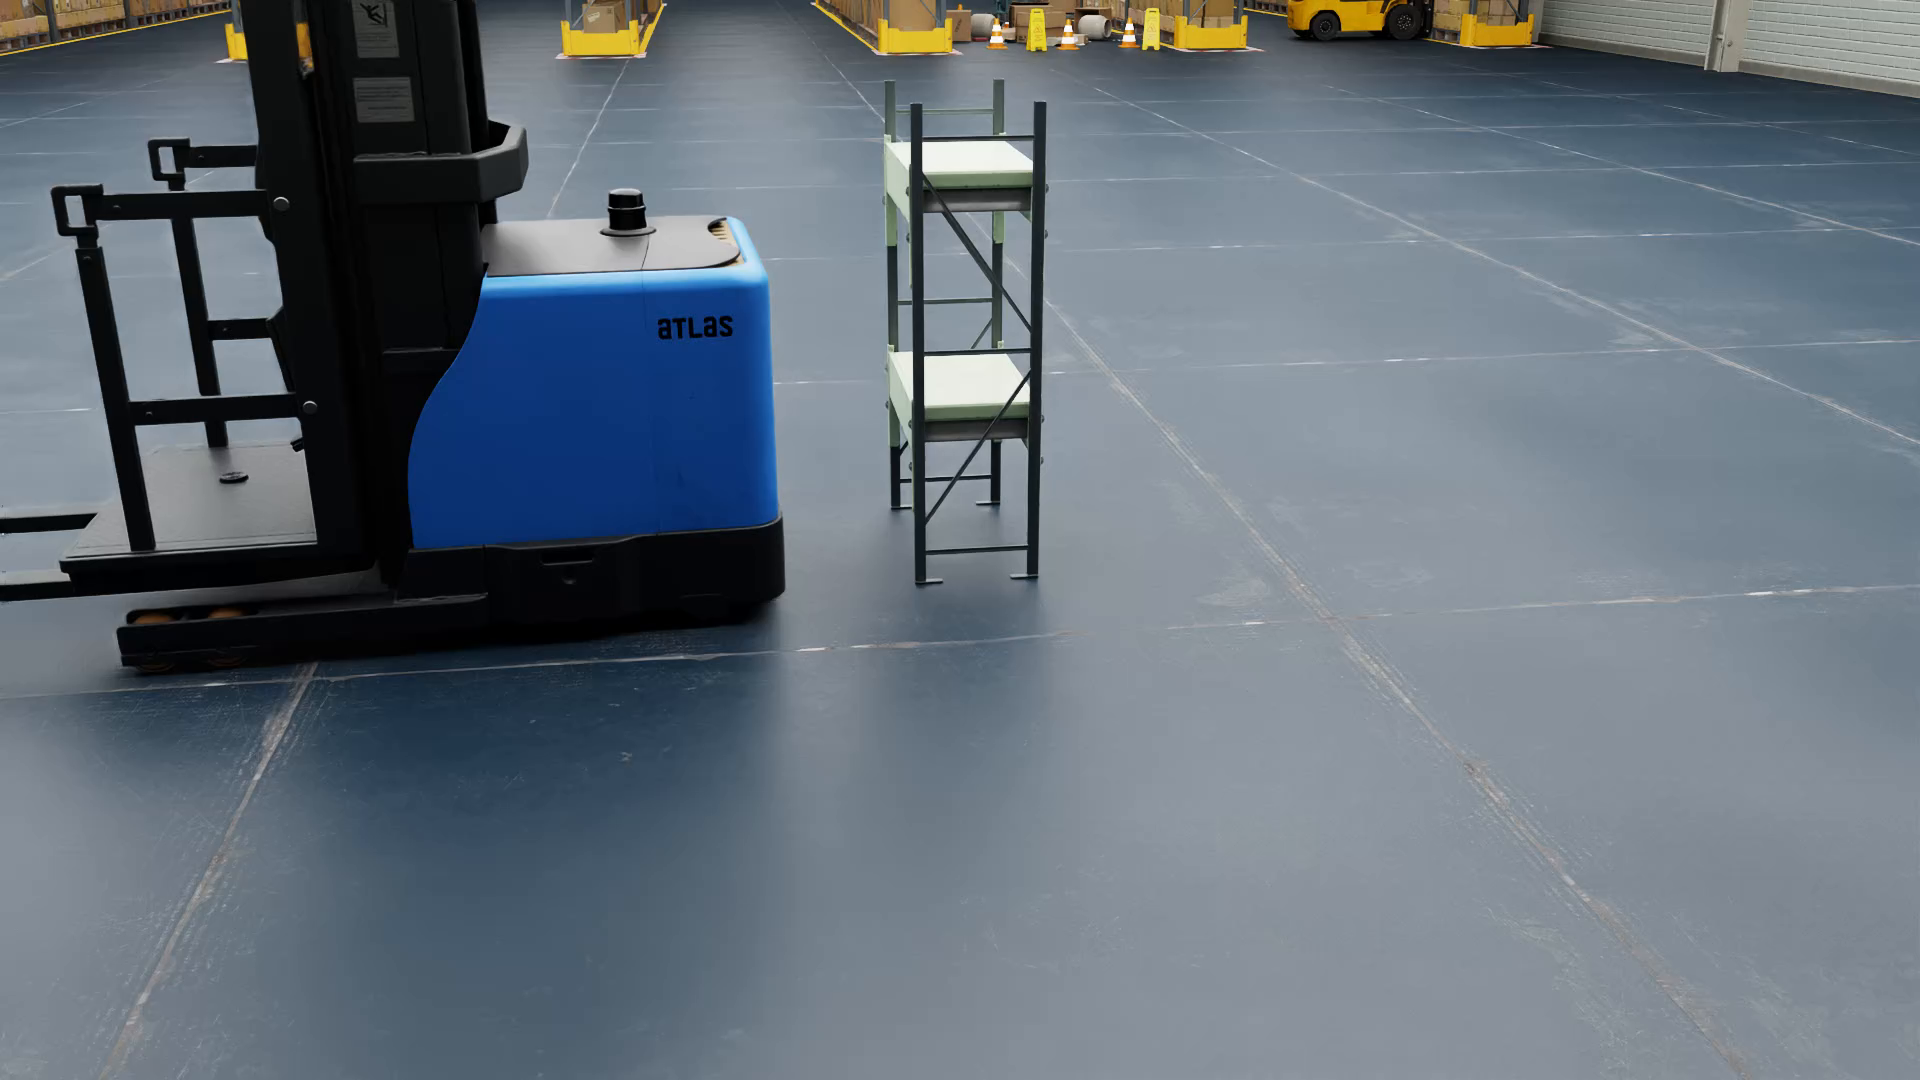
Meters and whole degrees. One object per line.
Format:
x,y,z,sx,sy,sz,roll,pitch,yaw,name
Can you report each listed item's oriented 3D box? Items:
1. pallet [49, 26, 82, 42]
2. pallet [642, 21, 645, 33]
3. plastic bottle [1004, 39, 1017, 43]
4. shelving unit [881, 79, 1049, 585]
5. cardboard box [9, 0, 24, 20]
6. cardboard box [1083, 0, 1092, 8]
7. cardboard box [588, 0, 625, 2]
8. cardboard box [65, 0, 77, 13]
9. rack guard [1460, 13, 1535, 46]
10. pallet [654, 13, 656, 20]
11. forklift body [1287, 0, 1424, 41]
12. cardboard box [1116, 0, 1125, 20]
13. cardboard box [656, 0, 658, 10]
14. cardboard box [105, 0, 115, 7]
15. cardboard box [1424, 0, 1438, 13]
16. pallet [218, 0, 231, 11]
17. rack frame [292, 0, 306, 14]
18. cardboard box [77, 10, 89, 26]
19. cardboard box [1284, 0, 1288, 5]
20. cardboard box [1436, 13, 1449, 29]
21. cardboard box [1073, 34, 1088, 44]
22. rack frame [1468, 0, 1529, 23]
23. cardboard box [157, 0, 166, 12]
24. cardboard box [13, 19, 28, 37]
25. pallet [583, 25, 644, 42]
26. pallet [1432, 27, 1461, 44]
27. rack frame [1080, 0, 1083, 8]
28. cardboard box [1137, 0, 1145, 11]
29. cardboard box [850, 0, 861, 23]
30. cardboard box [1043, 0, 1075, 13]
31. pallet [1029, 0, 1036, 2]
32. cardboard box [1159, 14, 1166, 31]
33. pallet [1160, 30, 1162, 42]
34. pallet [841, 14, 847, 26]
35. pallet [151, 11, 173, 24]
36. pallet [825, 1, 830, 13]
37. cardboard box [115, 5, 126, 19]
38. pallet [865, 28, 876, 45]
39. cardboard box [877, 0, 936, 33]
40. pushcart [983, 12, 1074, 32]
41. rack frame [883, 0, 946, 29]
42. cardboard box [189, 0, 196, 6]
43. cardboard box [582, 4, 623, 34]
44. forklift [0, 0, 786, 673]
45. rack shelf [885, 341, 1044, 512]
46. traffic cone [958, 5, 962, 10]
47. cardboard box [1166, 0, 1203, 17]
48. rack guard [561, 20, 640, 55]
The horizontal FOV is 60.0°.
-16.169,-8.892,29.222,1.003,0.211,1.213,-3,21,-8,pallet
-6.335,-9.407,30.600,1.003,0.211,1.213,-3,21,-8,pallet
0.856,-8.626,28.725,0.133,0.061,0.283,-11,23,-26,plastic bottle
0.001,-0.700,5.448,0.431,1.500,0.755,-3,21,-8,shelving unit
-15.605,-8.709,27.004,0.500,0.500,0.500,-3,21,-8,cardboard box
3.080,-11.098,34.298,0.950,0.372,0.625,-4,21,-11,cardboard box
-6.113,-9.131,28.848,0.500,0.500,0.500,4,21,9,cardboard box
-15.904,-9.446,29.247,0.500,0.311,0.500,-3,21,-8,cardboard box
9.077,-8.631,28.110,1.175,0.500,0.348,-3,21,-8,rack guard
-7.009,-11.220,35.456,1.003,0.211,1.213,-3,21,-8,pallet
6.995,-9.977,29.355,2.313,2.155,1.214,-3,21,-8,forklift body
3.507,-10.091,31.601,0.950,0.372,0.625,-3,21,-7,cardboard box
-6.997,-11.579,34.867,1.225,0.875,0.875,-3,21,-8,cardboard box
-16.200,-10.153,31.141,0.500,0.311,0.500,-3,21,-9,cardboard box
8.537,-9.457,29.366,0.500,0.250,0.500,-3,21,-9,cardboard box
-17.627,-12.491,38.859,1.003,0.211,1.213,-3,21,-8,pallet
-11.122,-10.194,28.722,1.000,3.000,0.127,-3,21,-8,rack frame
-15.987,-9.362,29.825,0.500,0.250,0.500,-4,21,-9,cardboard box
7.507,-12.096,36.788,0.500,0.500,0.500,-2,21,-5,cardboard box
8.631,-9.038,28.957,0.500,0.250,0.500,-3,21,-8,cardboard box
1.974,-8.575,28.461,0.380,0.149,0.250,8,22,20,cardboard box
9.073,-9.810,27.695,1.000,3.000,0.127,-3,21,-8,rack frame
-16.613,-11.073,34.019,0.500,0.500,0.500,-4,21,-10,cardboard box
-15.592,-8.358,27.137,0.500,0.250,0.500,-3,21,-8,cardboard box
-6.089,-8.906,29.261,1.003,0.211,1.213,-3,21,-8,pallet
8.922,-8.766,28.886,1.003,0.211,1.213,-3,21,-8,pallet
3.009,-12.328,34.437,1.000,3.000,0.127,-3,21,-8,rack frame
3.492,-9.801,29.927,0.500,0.500,0.500,-2,21,-6,cardboard box
-1.477,-10.012,30.850,1.050,0.750,0.750,-3,21,-8,cardboard box
1.828,-10.027,30.766,0.500,0.500,0.500,-3,21,-8,cardboard box
2.221,-13.097,40.482,1.003,0.211,1.213,-3,21,-8,pallet
3.712,-8.913,28.623,0.500,0.250,0.500,-3,21,-8,cardboard box
3.896,-8.983,29.466,1.003,0.211,1.213,-3,21,-8,pallet
-1.836,-10.461,33.422,1.003,0.211,1.213,-3,21,-8,pallet
-16.844,-10.706,34.078,1.003,0.211,1.213,-3,21,-8,pallet
-2.583,-12.353,38.489,1.003,0.211,1.213,-3,21,-8,pallet
-16.284,-10.069,31.717,0.500,0.250,0.500,-2,21,-6,cardboard box
-1.087,-8.662,28.606,1.003,0.211,1.213,-3,21,-8,pallet
-0.885,-8.707,27.177,0.875,0.875,0.875,-3,21,-7,cardboard box
1.337,-9.583,30.833,1.648,0.377,0.936,-11,23,-26,pushcart
-0.722,-9.274,26.259,1.000,3.000,0.127,-3,21,-8,rack frame
-17.024,-11.818,36.284,0.500,0.311,0.500,-3,21,-8,cardboard box
-5.718,-8.301,26.628,0.500,0.500,0.500,1,20,2,cardboard box
-2.106,-1.198,4.735,3.031,2.935,1.130,-4,21,-11,forklift
0.001,-0.395,5.562,0.431,0.370,0.720,-3,21,-8,rack shelf
0.003,-10.011,31.858,0.336,0.463,0.334,-3,21,-8,traffic cone
3.789,-9.083,28.005,0.500,0.500,0.500,-3,21,-7,cardboard box
-5.655,-7.914,26.190,1.175,0.500,0.348,-3,21,-8,rack guard
